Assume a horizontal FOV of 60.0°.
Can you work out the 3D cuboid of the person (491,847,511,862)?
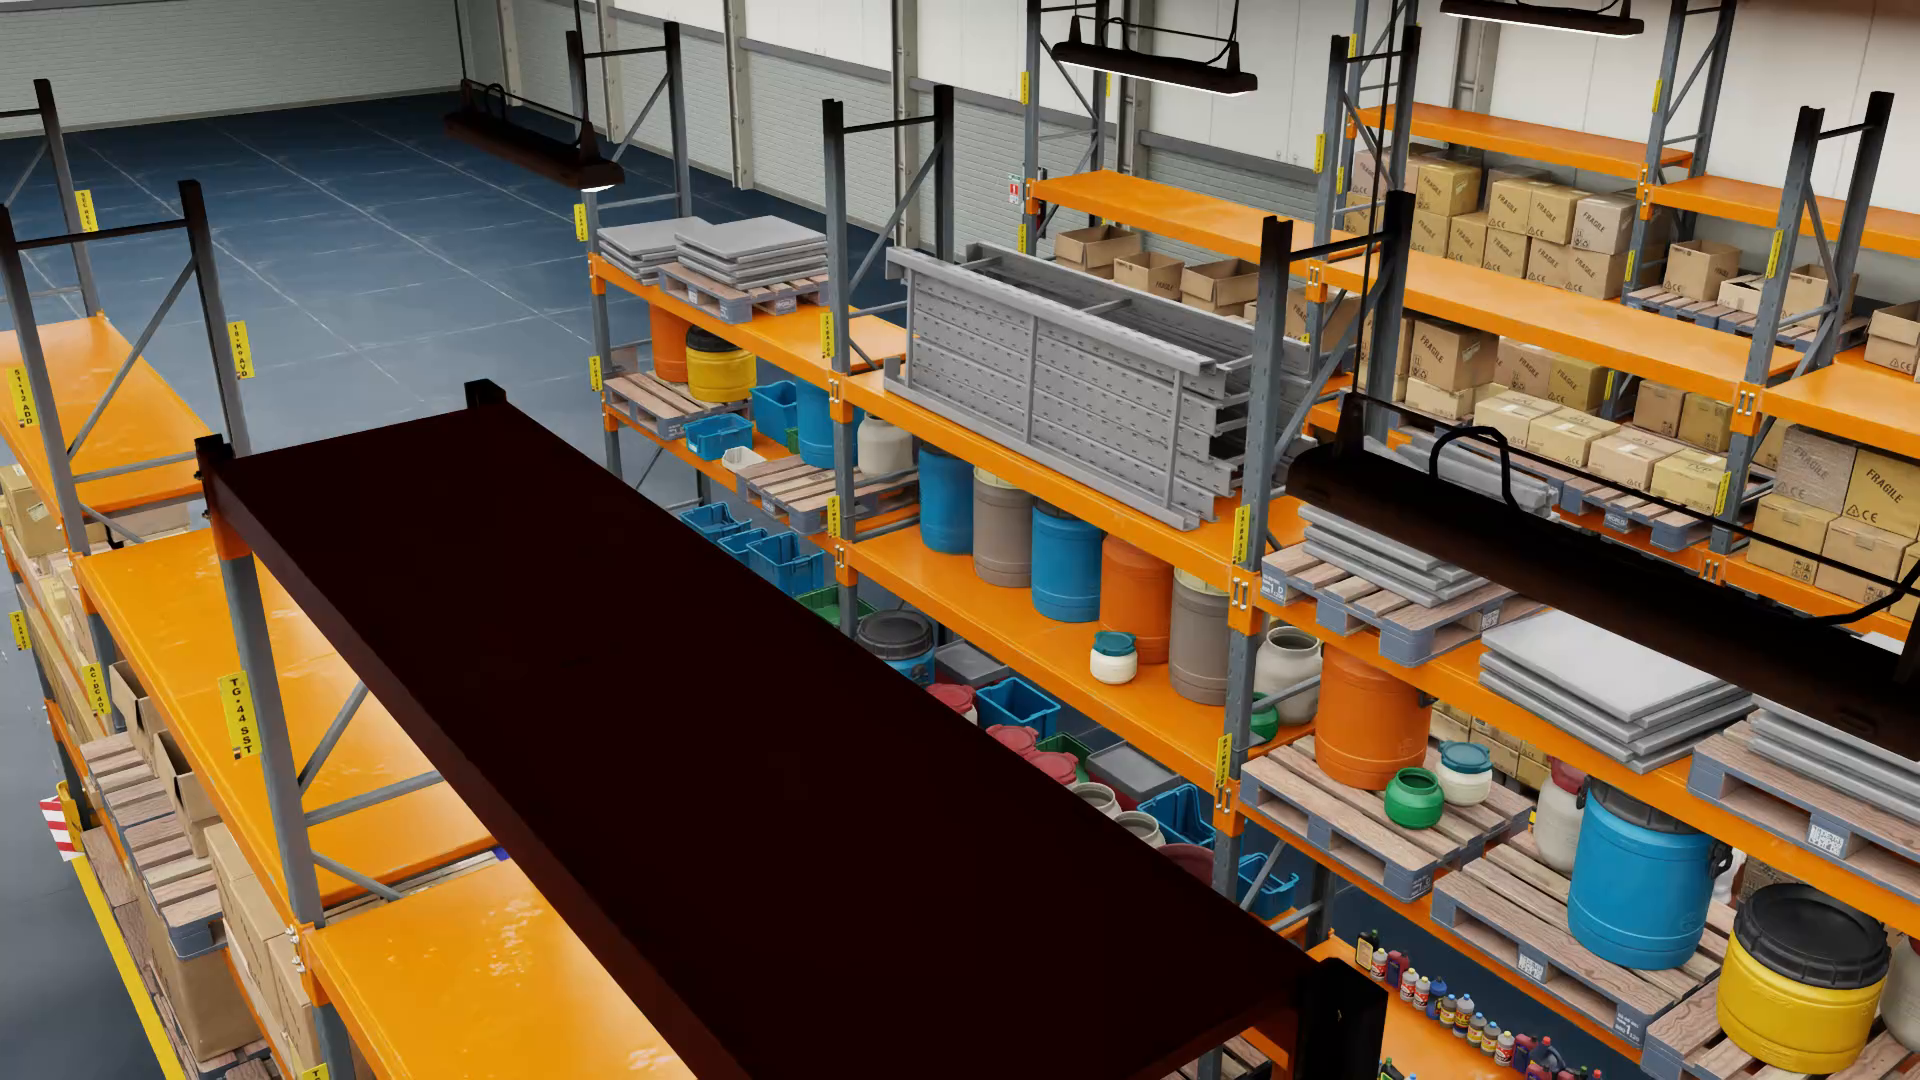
[{"bbox_3d":[-3.084,2.644,11.333,0.522,1.640,0.469,-8,26,-17],"label":"person"}]

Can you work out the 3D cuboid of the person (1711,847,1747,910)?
[{"bbox_3d":[5.115,2.458,11.578,0.607,1.769,0.497,-1,25,-1],"label":"person"}]
